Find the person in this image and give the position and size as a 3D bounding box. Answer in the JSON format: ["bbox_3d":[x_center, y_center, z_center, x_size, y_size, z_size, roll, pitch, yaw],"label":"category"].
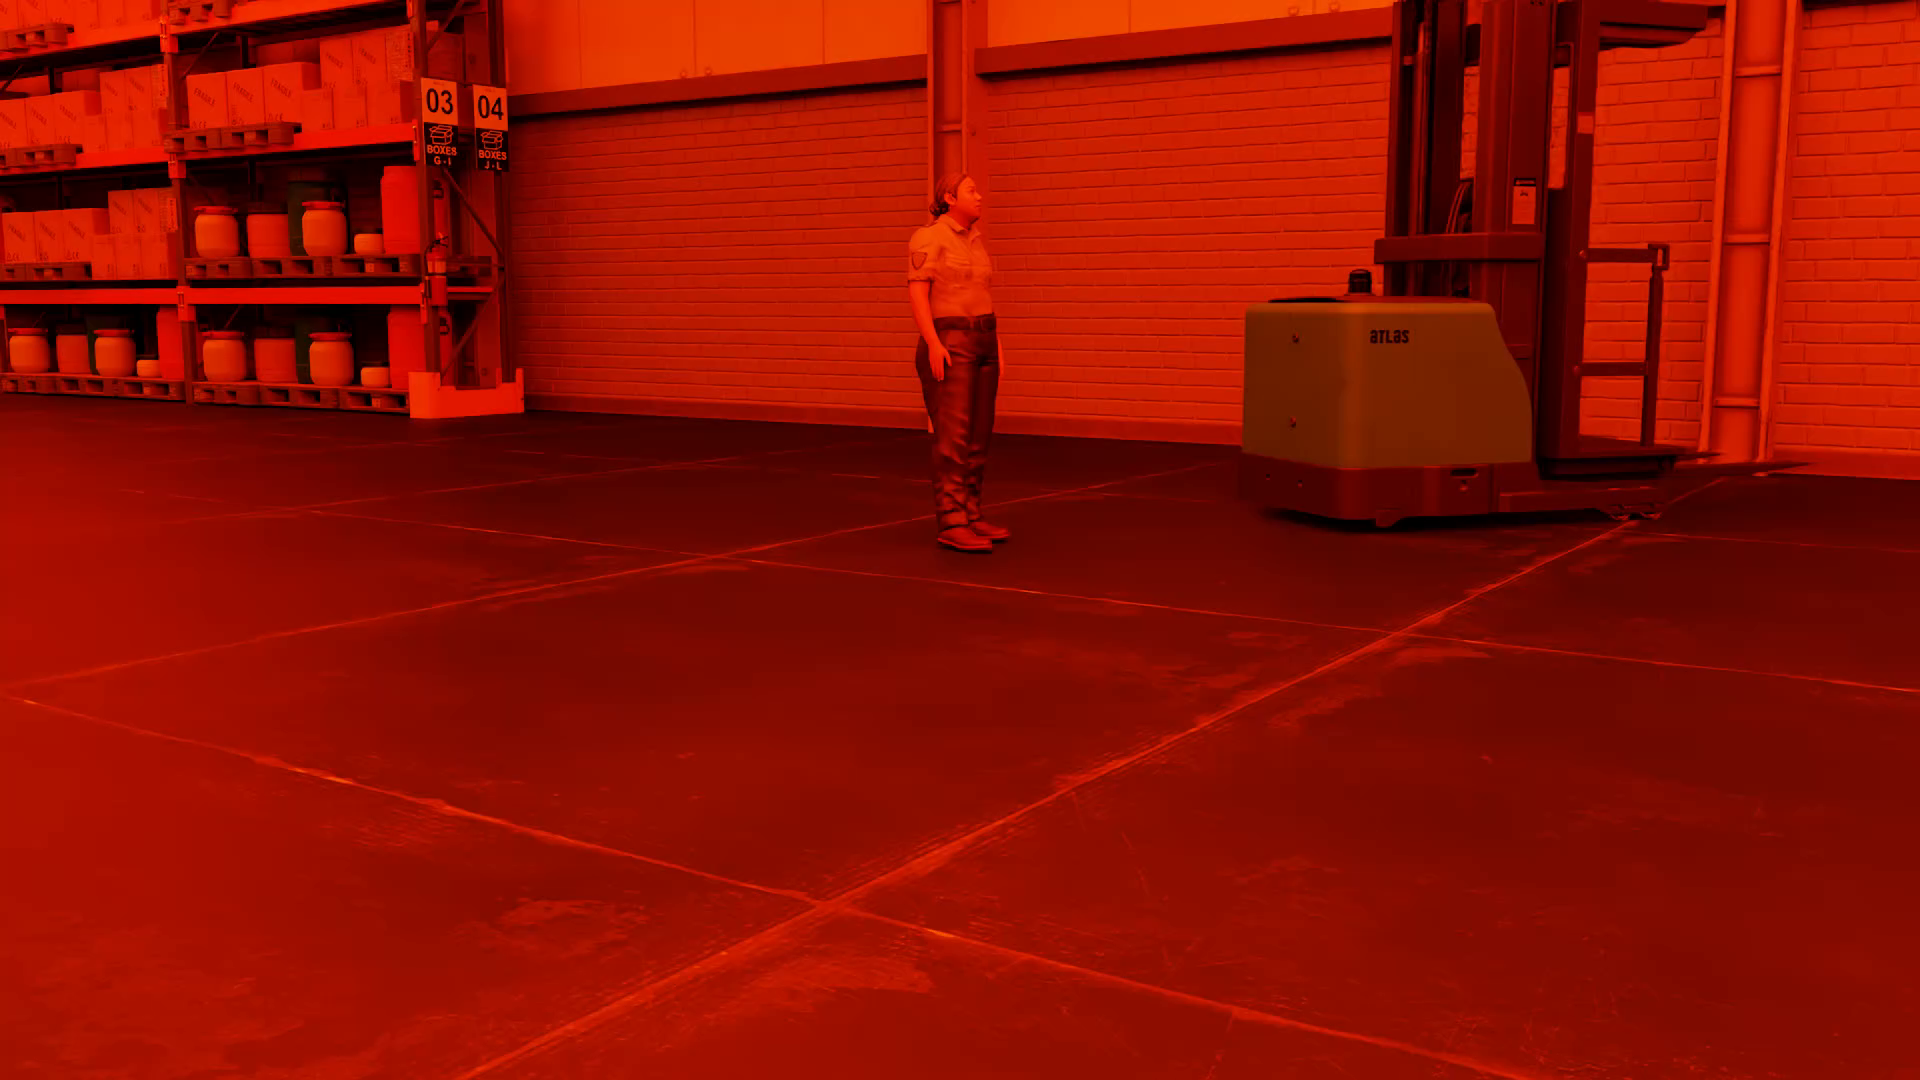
[{"bbox_3d":[0.062,-0.812,7.418,0.502,1.651,0.598,5,10,34],"label":"person"}]

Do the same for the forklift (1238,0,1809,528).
[{"bbox_3d":[3.016,-1.612,8.527,3.031,2.935,1.130,-3,9,-20],"label":"forklift"}]
